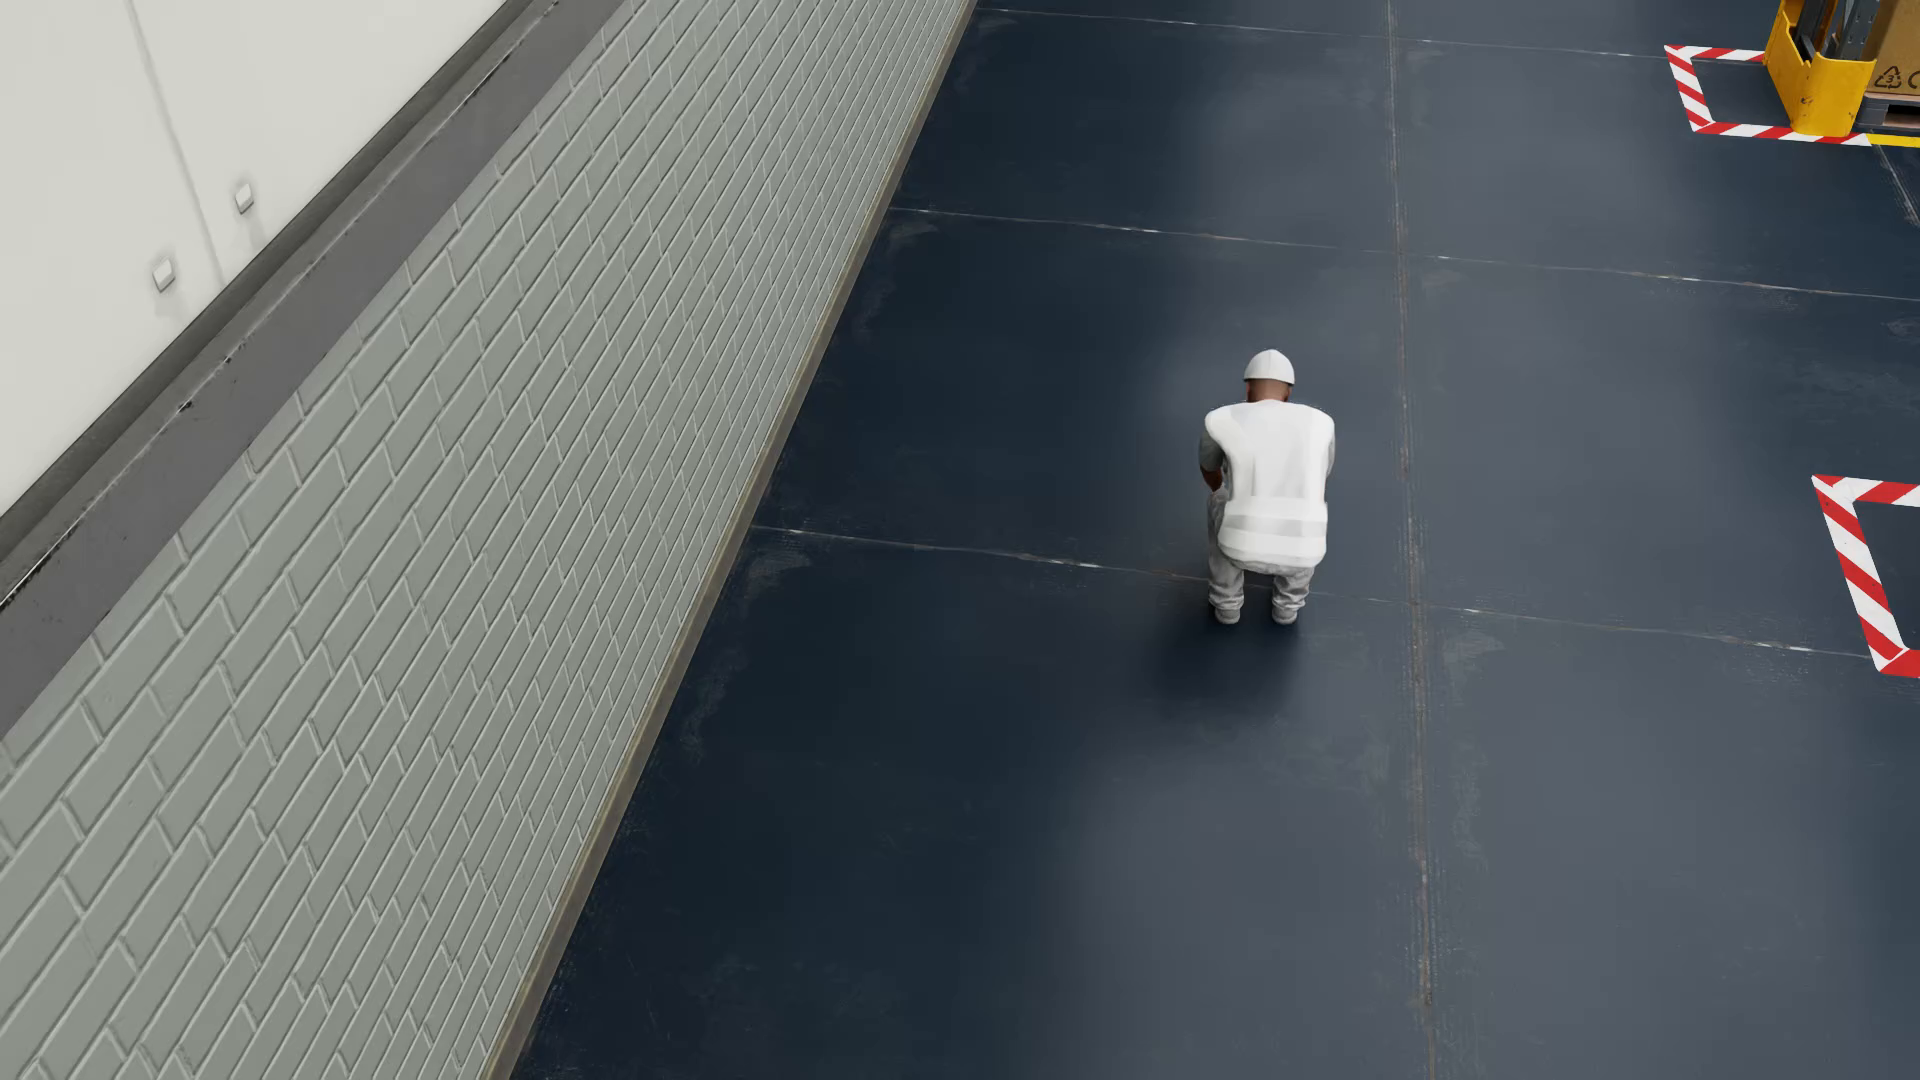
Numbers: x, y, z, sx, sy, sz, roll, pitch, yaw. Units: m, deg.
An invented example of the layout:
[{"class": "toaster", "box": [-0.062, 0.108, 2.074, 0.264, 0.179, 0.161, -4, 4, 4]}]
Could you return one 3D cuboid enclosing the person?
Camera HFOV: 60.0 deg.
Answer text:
[{"class": "person", "box": [1.263, -0.177, 6.943, 0.571, 1.025, 0.906, 6, 41, 8]}]
